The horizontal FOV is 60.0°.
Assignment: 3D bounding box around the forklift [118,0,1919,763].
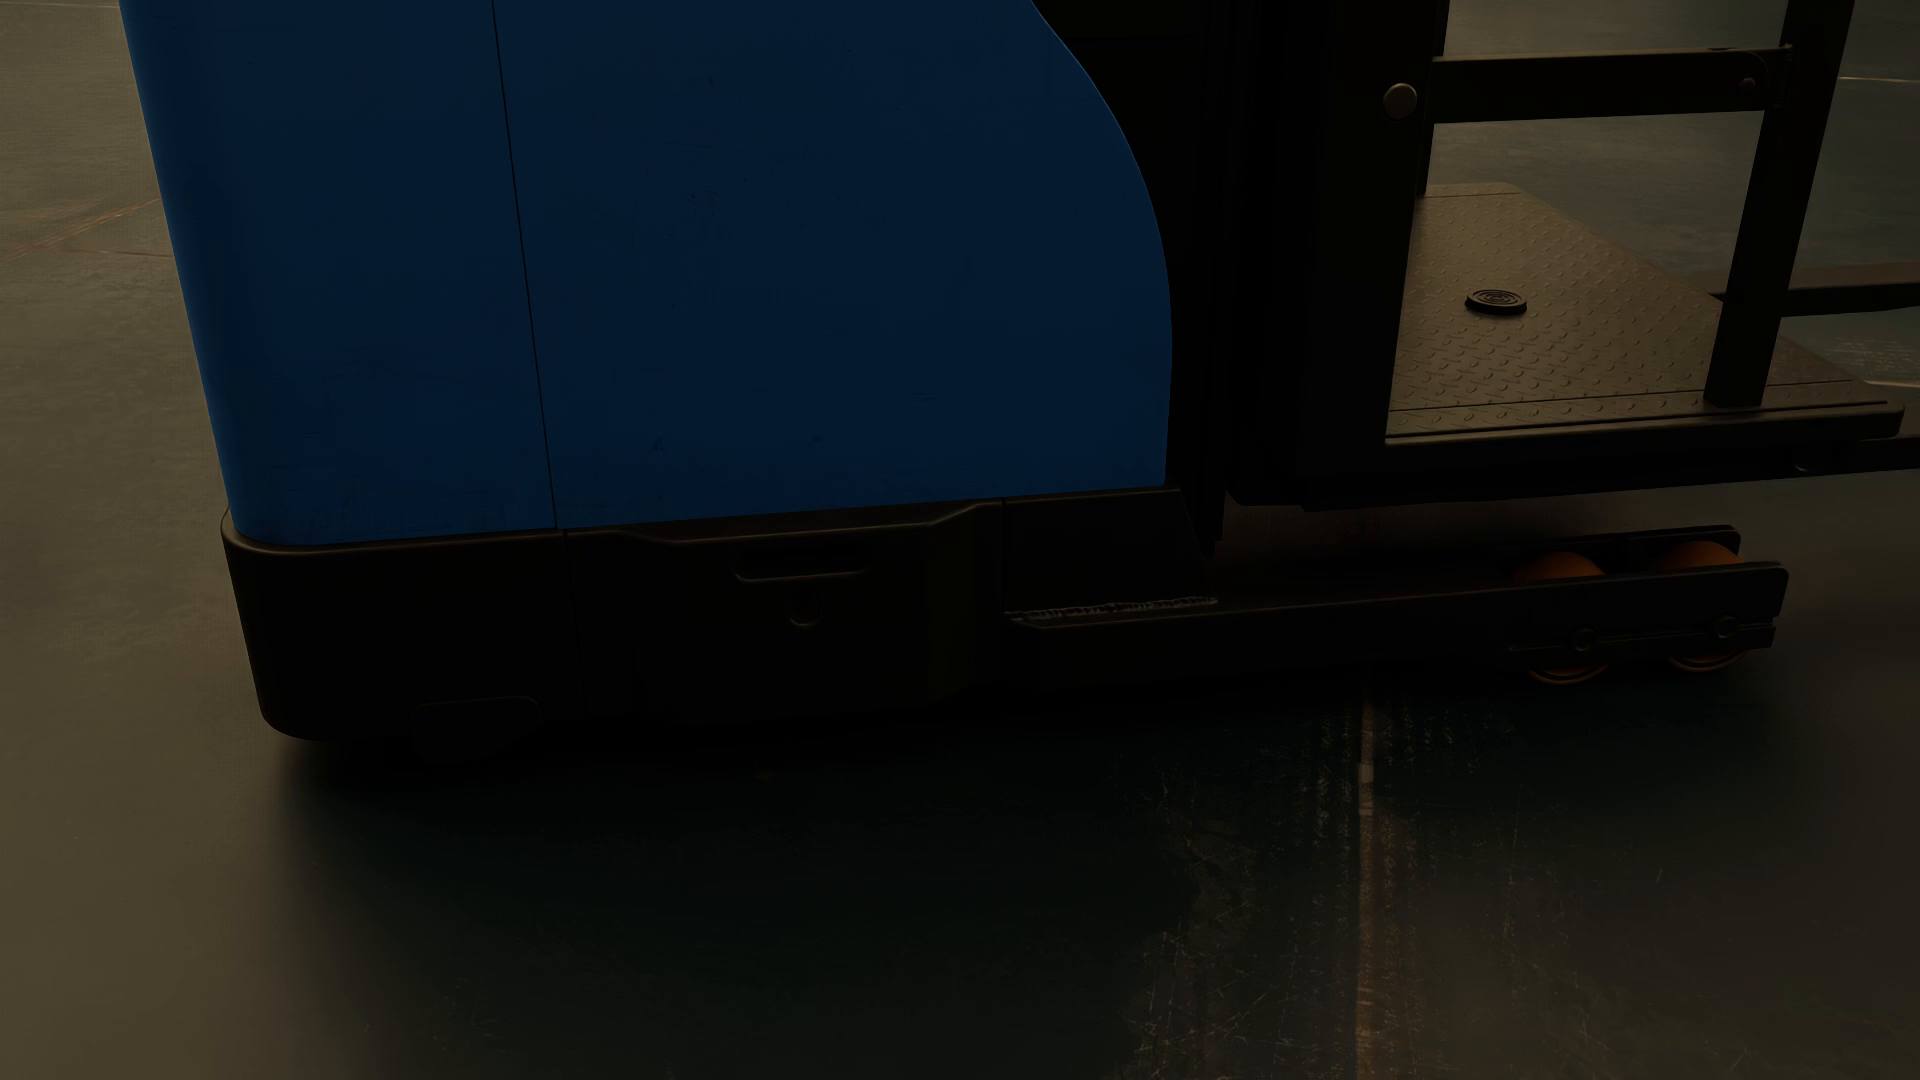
[{"bbox_3d":[0.600,-1.354,1.930,3.031,2.935,1.130,-4,27,-9],"label":"forklift"}]
